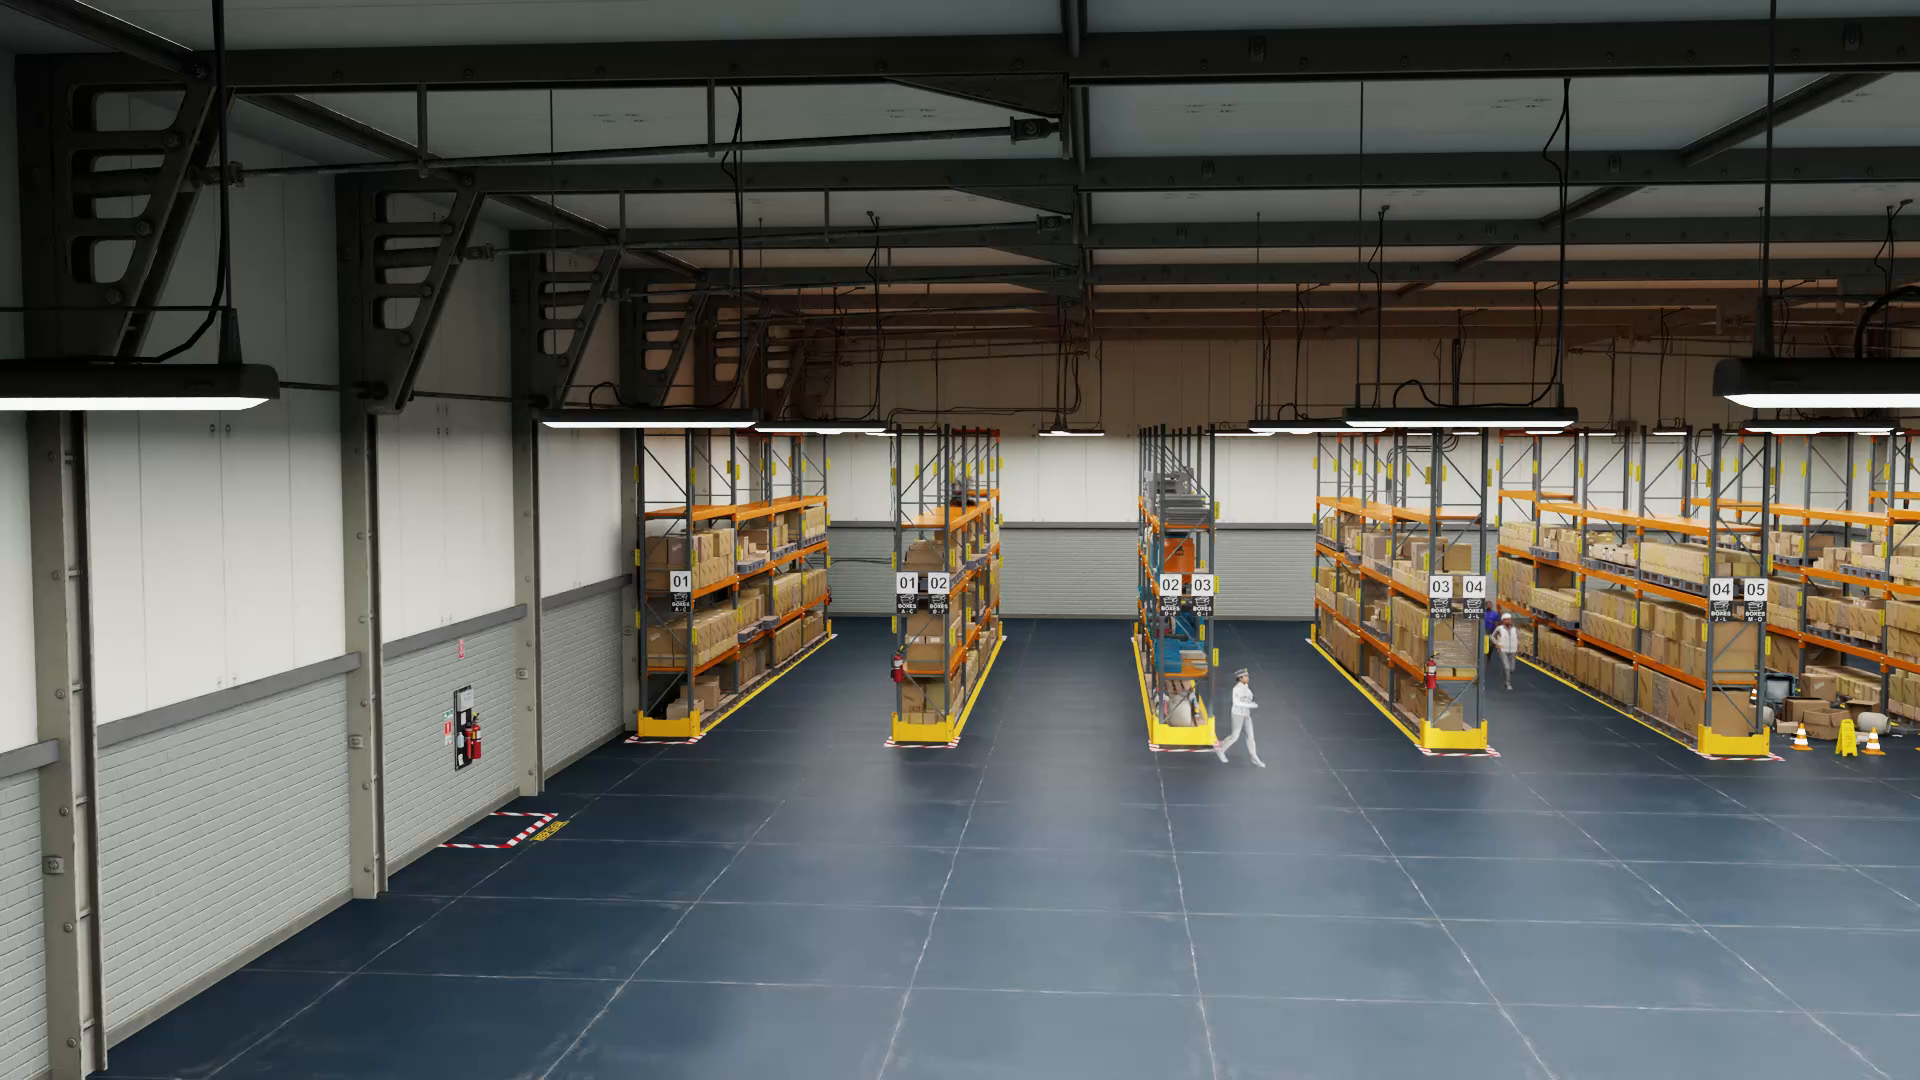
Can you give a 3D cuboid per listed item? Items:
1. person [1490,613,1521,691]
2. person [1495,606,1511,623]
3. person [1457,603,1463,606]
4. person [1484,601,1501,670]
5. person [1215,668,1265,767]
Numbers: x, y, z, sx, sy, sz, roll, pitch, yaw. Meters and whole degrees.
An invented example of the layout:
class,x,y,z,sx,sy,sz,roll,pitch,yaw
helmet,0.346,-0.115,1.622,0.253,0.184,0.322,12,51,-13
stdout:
class,x,y,z,sx,sy,sz,roll,pitch,yaw
person,12.507,2.548,38.097,0.661,1.750,0.748,0,3,-4
person,15.560,2.028,47.560,0.542,1.585,0.641,2,4,32
person,13.621,2.096,46.138,0.700,1.717,0.848,2,4,31
person,13.197,2.348,41.541,0.566,1.670,0.909,0,4,8
person,4.901,3.088,29.067,0.898,1.708,0.627,2,4,35
